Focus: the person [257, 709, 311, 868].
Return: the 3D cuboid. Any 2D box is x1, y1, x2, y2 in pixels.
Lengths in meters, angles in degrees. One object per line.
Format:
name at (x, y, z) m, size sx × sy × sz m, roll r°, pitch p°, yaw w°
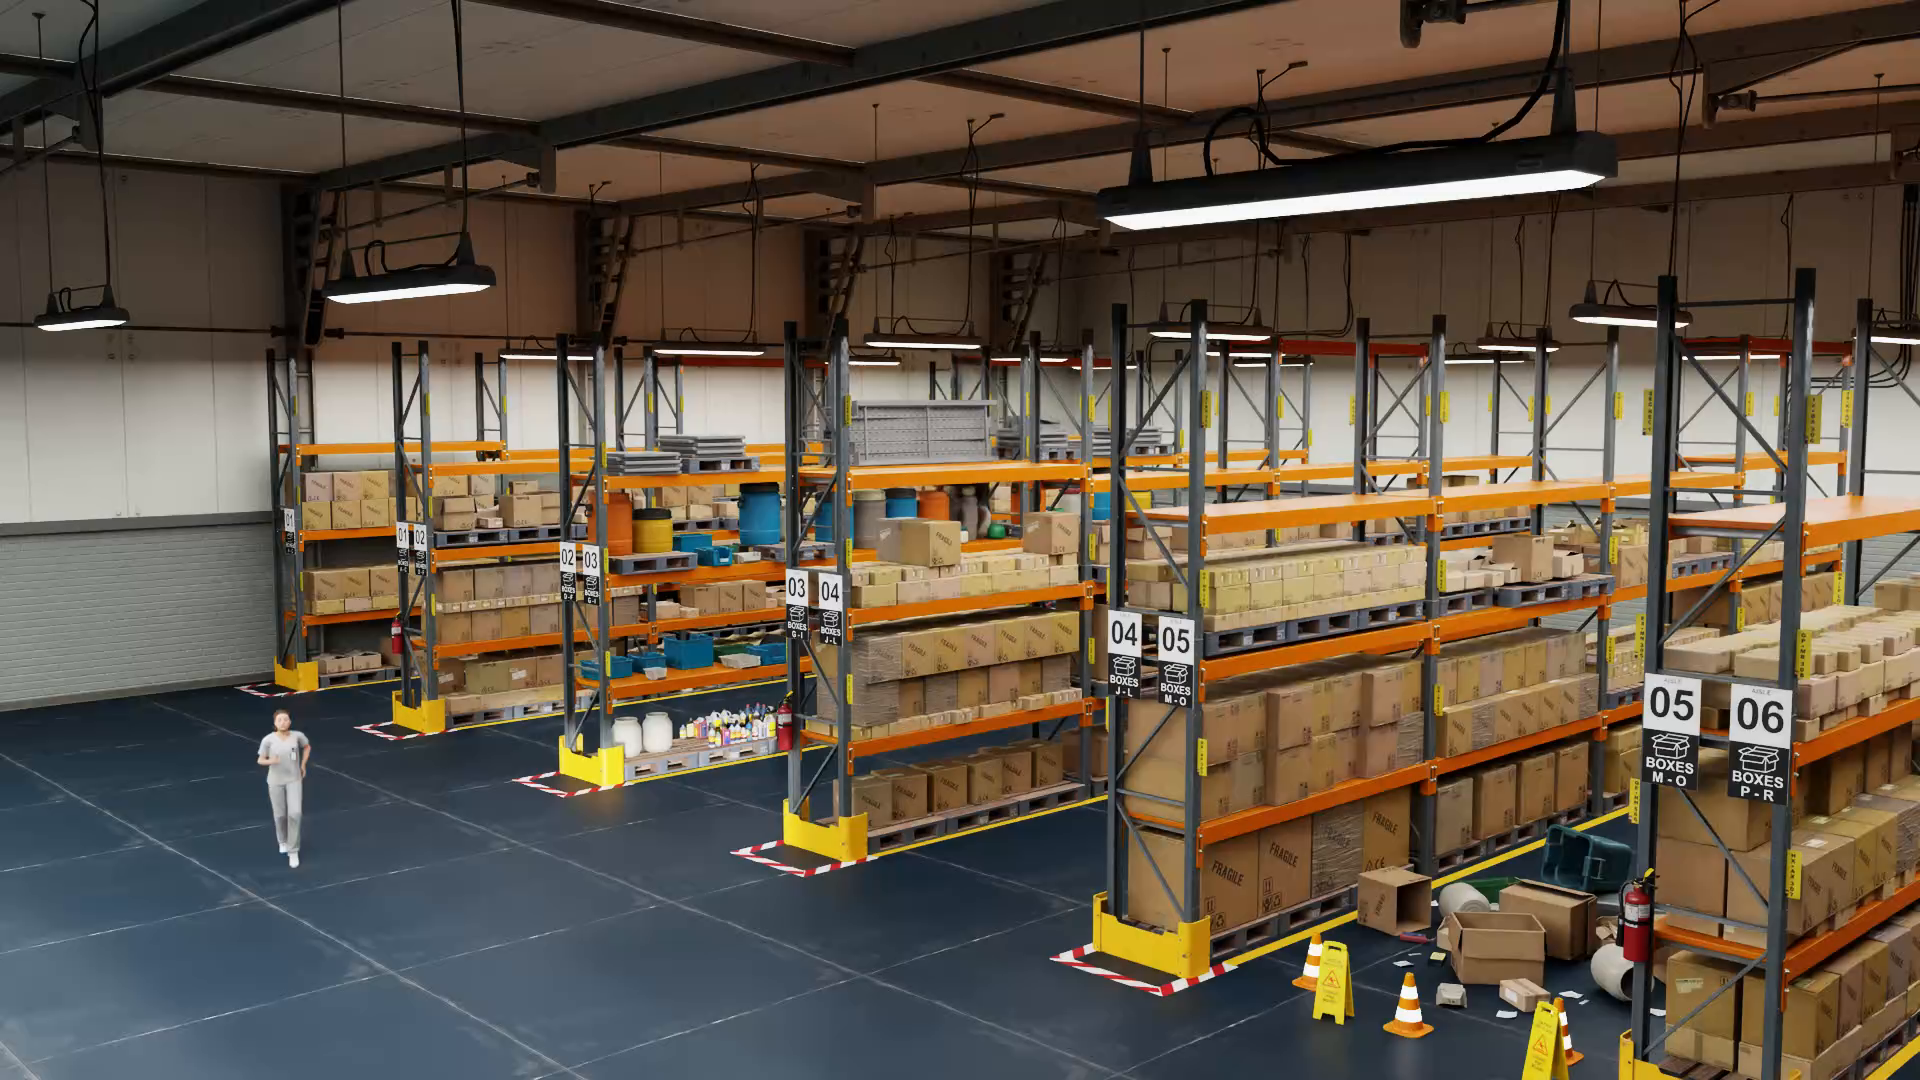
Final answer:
person at (-7.497, 2.723, 18.476) m, size 0.549 × 1.714 × 0.728 m, roll -2°, pitch 5°, yaw -21°
